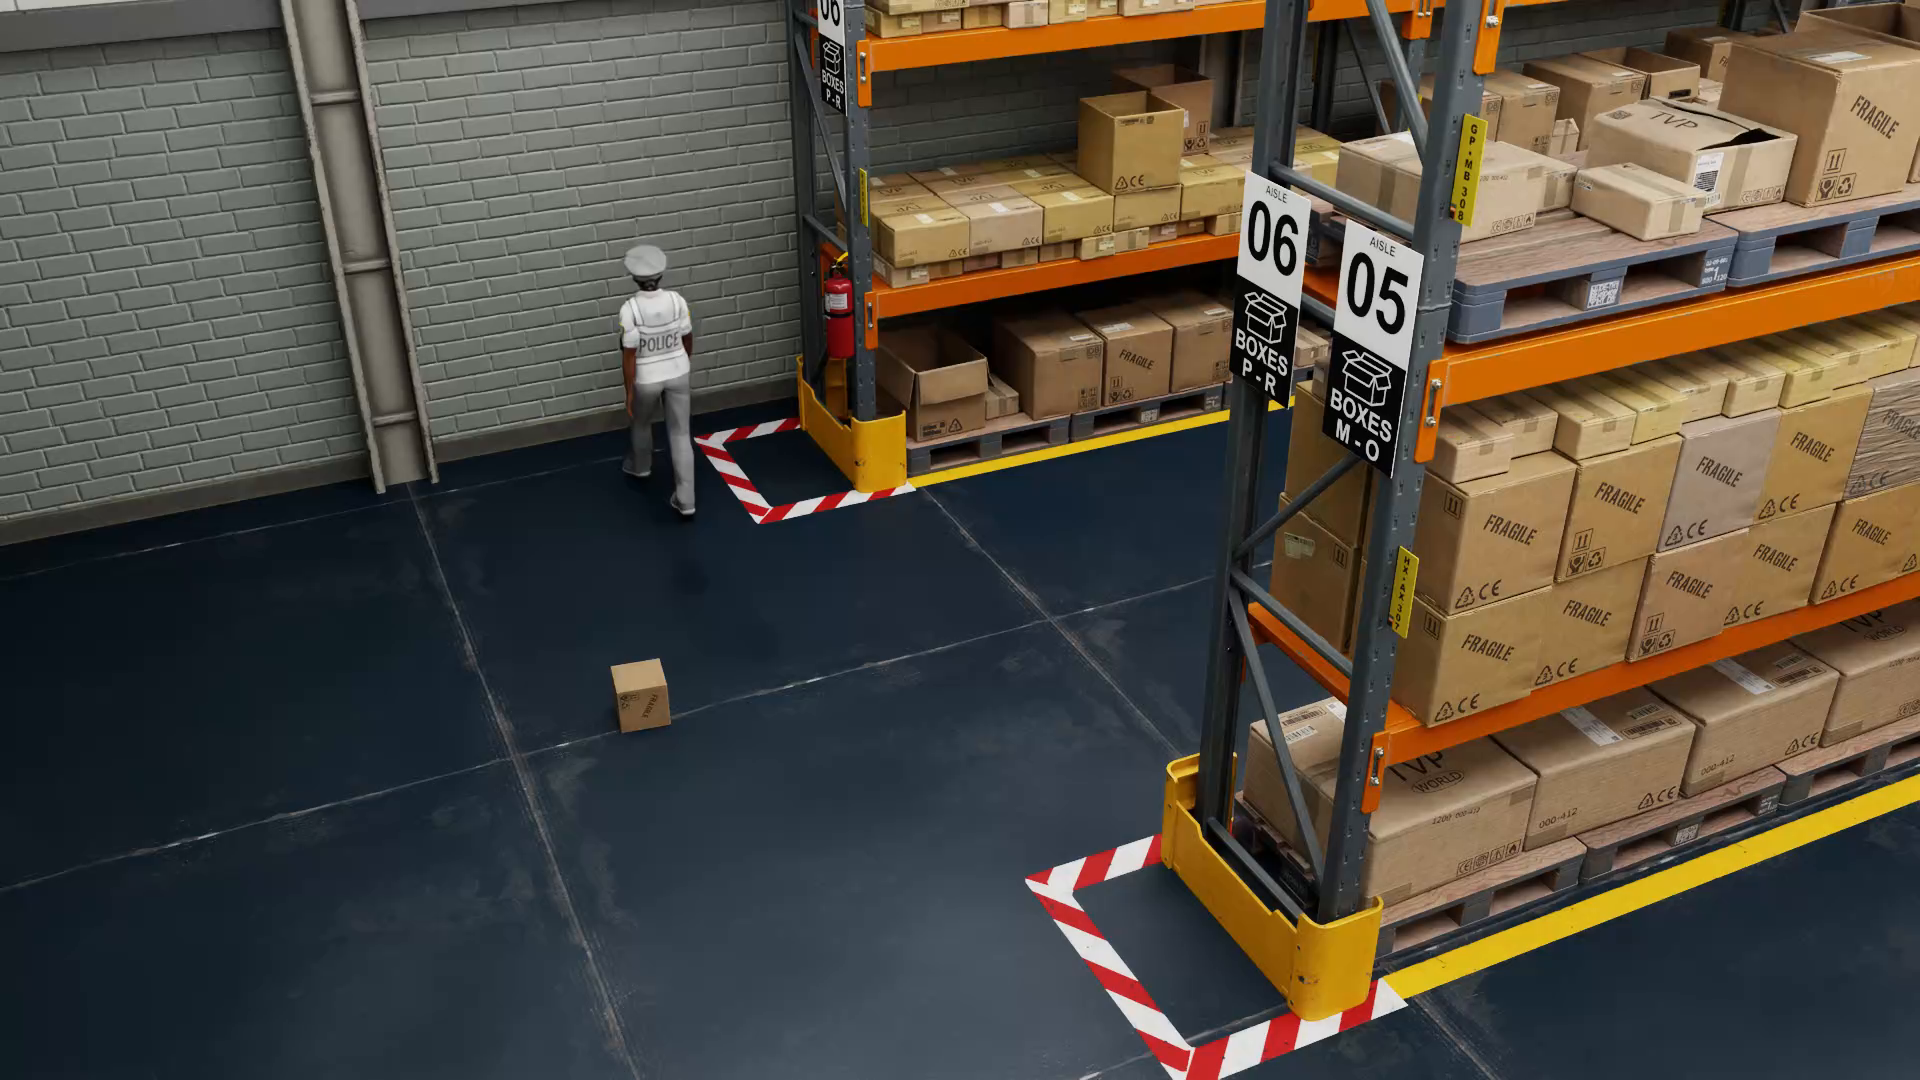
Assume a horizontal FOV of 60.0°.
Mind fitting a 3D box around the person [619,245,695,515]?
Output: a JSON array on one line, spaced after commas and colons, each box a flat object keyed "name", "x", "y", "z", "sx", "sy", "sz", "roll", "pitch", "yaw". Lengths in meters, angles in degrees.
[{"name": "person", "x": -1.872, "y": -1.039, "z": 10.223, "sx": 0.483, "sy": 1.651, "sz": 0.912, "roll": -12, "pitch": 32, "yaw": -20}]
